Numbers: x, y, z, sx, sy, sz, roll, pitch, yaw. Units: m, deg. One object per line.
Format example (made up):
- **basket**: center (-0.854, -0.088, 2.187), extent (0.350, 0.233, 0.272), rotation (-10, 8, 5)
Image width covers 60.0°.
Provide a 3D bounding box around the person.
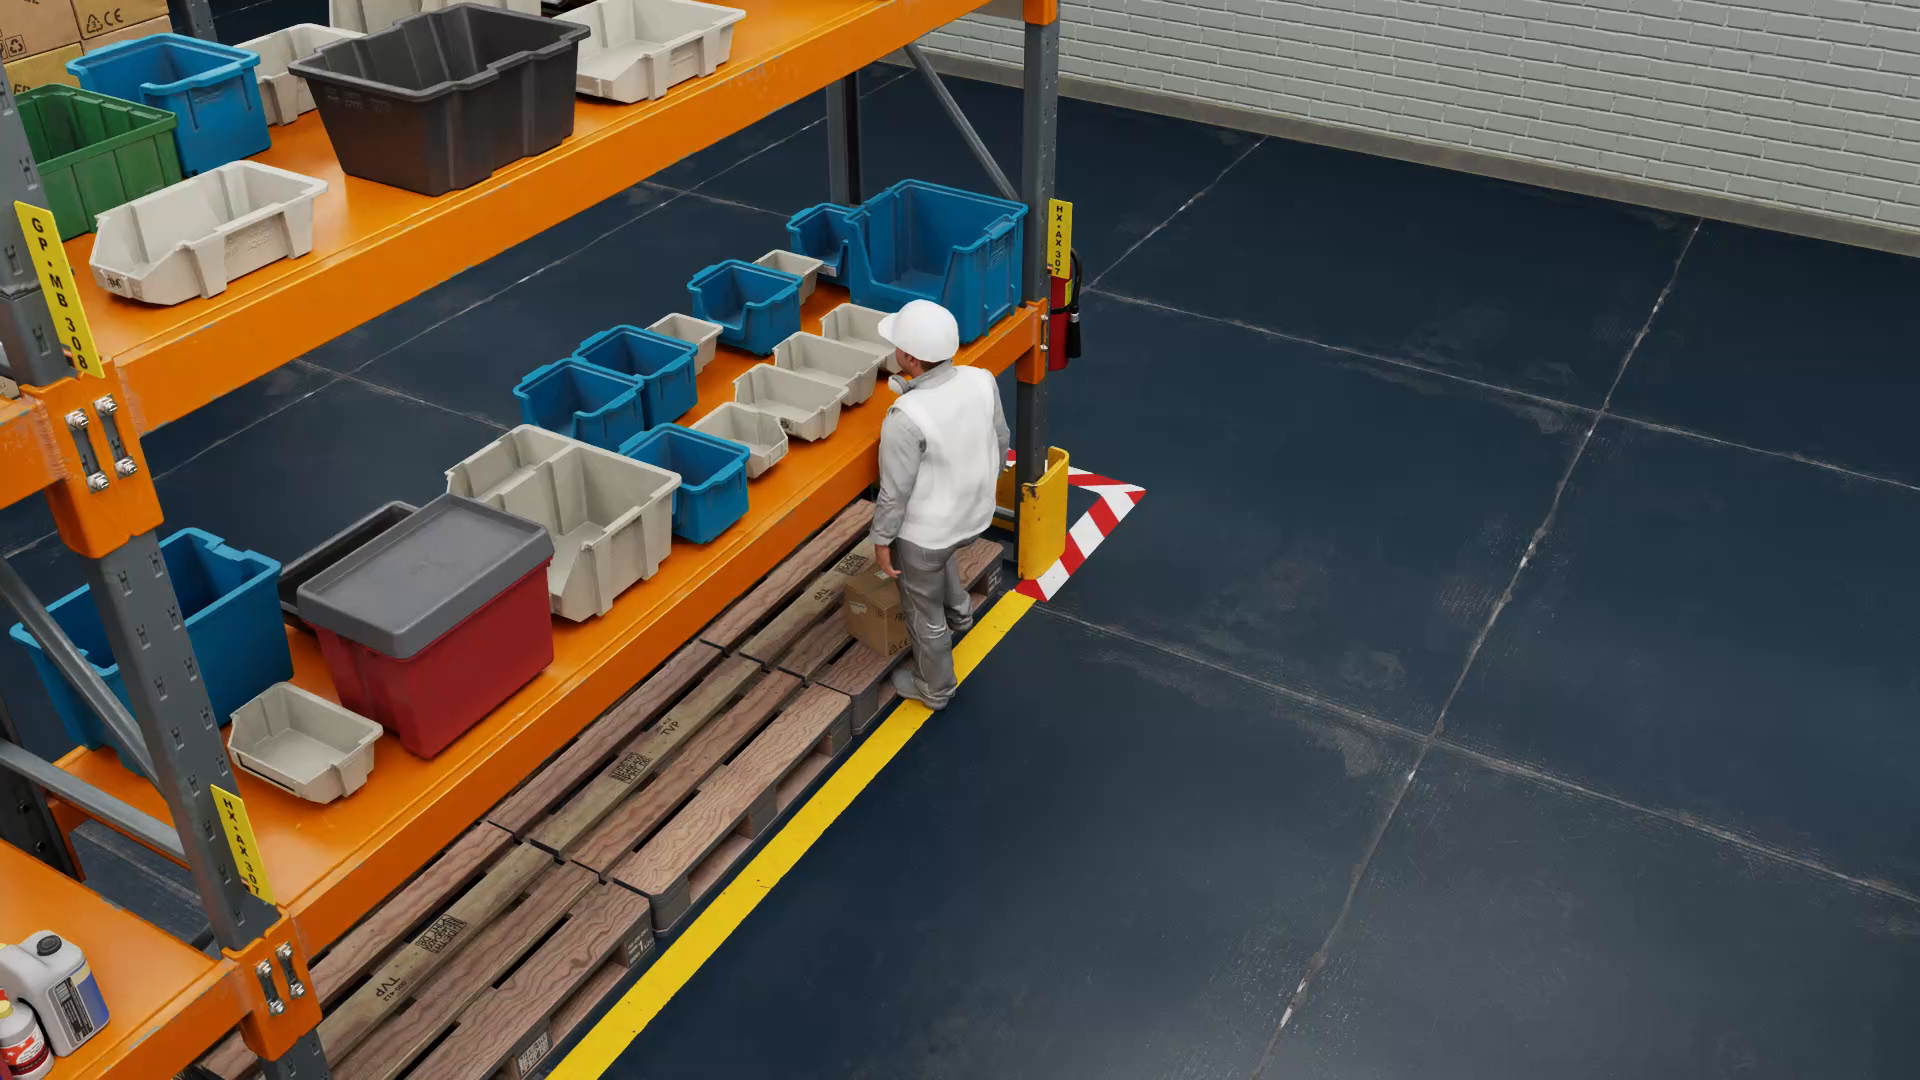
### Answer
- **person**: center (-0.149, -0.133, 6.298), extent (0.637, 1.778, 0.610), rotation (-27, 43, -34)
